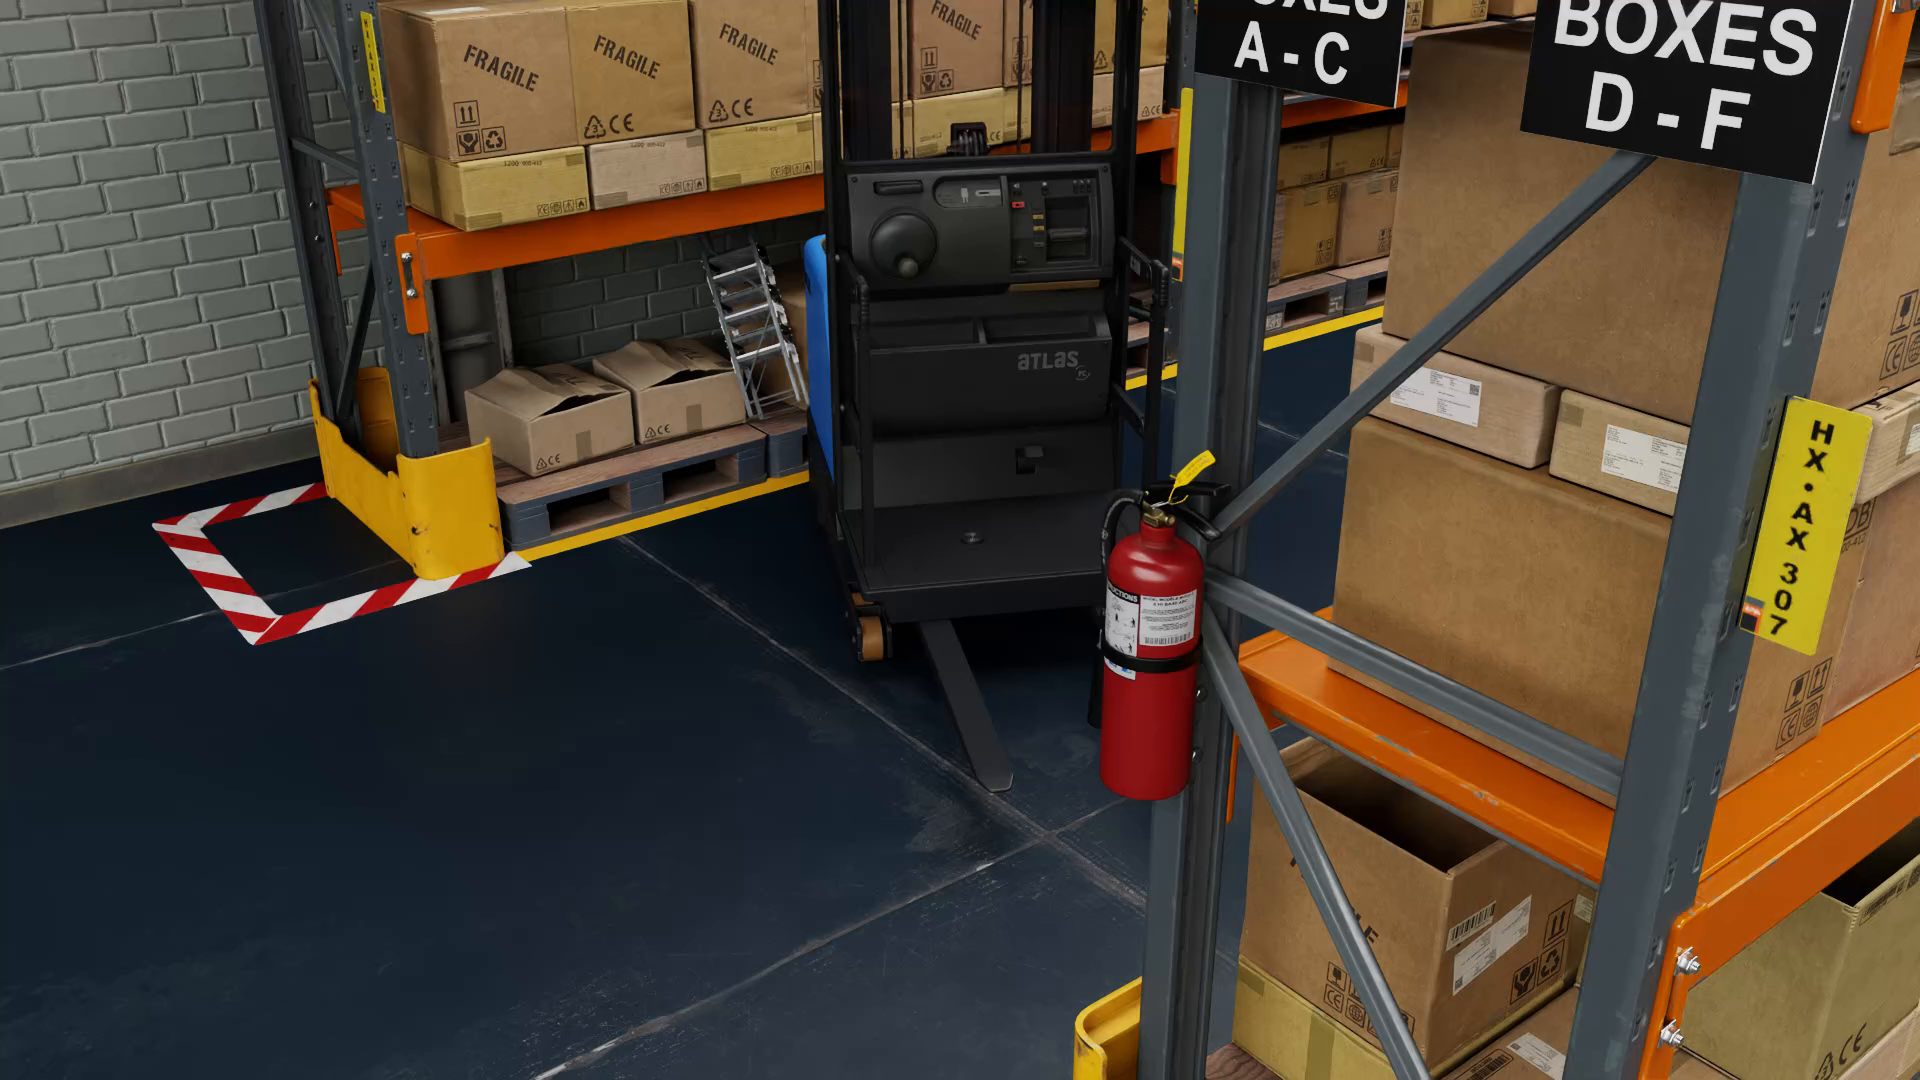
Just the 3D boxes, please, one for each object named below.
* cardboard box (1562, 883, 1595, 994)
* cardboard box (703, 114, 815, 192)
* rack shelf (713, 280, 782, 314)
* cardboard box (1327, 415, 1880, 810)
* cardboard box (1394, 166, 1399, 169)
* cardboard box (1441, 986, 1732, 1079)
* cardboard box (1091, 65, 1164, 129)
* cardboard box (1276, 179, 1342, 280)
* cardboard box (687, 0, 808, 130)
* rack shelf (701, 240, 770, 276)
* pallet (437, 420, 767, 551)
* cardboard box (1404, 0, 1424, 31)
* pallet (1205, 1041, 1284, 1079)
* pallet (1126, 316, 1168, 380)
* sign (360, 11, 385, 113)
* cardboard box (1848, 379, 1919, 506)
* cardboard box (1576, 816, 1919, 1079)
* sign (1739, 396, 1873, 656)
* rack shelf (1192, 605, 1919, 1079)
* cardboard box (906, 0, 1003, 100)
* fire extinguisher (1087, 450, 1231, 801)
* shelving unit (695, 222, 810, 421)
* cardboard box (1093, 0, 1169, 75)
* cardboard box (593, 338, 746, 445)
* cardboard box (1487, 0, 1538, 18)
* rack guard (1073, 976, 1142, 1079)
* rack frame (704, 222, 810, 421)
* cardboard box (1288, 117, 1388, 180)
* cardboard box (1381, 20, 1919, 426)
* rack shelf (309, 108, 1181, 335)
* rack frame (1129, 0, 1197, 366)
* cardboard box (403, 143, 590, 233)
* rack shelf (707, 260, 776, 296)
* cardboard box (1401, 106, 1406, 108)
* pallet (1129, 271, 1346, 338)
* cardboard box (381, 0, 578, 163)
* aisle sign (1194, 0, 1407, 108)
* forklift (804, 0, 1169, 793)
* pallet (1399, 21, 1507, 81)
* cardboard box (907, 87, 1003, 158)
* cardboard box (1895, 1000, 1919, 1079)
[{"bbox_3d":[1.351,0.914,3.986,0.500,0.250,0.500,-18,31,-34],"label":"cardboard box"},{"bbox_3d":[-0.950,-1.645,6.885,0.500,0.250,0.500,-19,31,-35],"label":"cardboard box"},{"bbox_3d":[-0.924,-1.045,7.242,0.258,0.077,0.200,-17,-1,6],"label":"rack shelf"},{"bbox_3d":[1.100,0.066,2.927,0.500,0.500,0.700,-18,31,-34],"label":"cardboard box"},{"bbox_3d":[2.576,-2.118,10.197,0.500,0.500,0.700,-18,31,-34],"label":"cardboard box"},{"bbox_3d":[1.284,1.219,3.327,0.500,0.250,0.500,-18,31,-34],"label":"cardboard box"},{"bbox_3d":[0.627,-2.169,8.014,0.500,0.250,0.500,-18,30,-34],"label":"cardboard box"},{"bbox_3d":[1.758,-1.864,9.651,0.500,0.500,0.700,-19,31,-35],"label":"cardboard box"},{"bbox_3d":[-0.968,-1.975,6.706,0.500,0.500,0.500,-19,31,-36],"label":"cardboard box"},{"bbox_3d":[-0.975,-1.217,7.245,0.258,0.077,0.200,-17,-1,6],"label":"rack shelf"},{"bbox_3d":[-1.614,-0.366,7.288,1.213,0.211,1.003,-18,31,-34],"label":"pallet"},{"bbox_3d":[2.178,-3.141,9.314,0.500,0.500,0.700,-14,28,-27],"label":"cardboard box"},{"bbox_3d":[1.301,1.280,3.741,1.213,0.211,1.003,-18,31,-34],"label":"pallet"},{"bbox_3d":[0.306,-1.000,8.654,1.213,0.211,1.003,-18,31,-34],"label":"pallet"},{"bbox_3d":[-2.000,-1.625,5.660,0.005,0.325,0.100,-18,31,-34],"label":"sign"},{"bbox_3d":[1.373,-0.212,2.754,0.250,0.149,0.380,-19,31,-35],"label":"cardboard box"},{"bbox_3d":[1.677,0.748,3.451,0.500,0.500,0.500,-18,31,-34],"label":"cardboard box"},{"bbox_3d":[1.063,-0.015,2.097,0.005,0.325,0.100,-18,31,-34],"label":"sign"},{"bbox_3d":[2.299,0.035,3.966,4.000,0.370,1.077,-18,31,-34],"label":"rack shelf"},{"bbox_3d":[-0.160,-2.248,7.295,0.500,0.500,0.500,-19,31,-35],"label":"cardboard box"},{"bbox_3d":[0.345,0.140,2.977,0.183,0.674,0.296,-18,31,-34],"label":"fire extinguisher"},{"bbox_3d":[-0.908,-0.990,7.241,0.258,0.900,0.210,-17,-1,6],"label":"shelving unit"},{"bbox_3d":[0.632,-2.507,7.852,0.500,0.500,0.500,-18,31,-34],"label":"cardboard box"},{"bbox_3d":[-1.286,-0.690,7.345,0.500,0.311,0.500,-15,29,-30],"label":"cardboard box"},{"bbox_3d":[3.174,-3.456,9.991,0.500,0.500,0.700,-22,33,-39],"label":"cardboard box"},{"bbox_3d":[0.706,1.368,3.208,0.348,0.500,1.175,-18,31,-34],"label":"rack guard"},{"bbox_3d":[-0.897,-0.992,7.342,0.240,0.900,0.006,-17,-1,6],"label":"rack frame"},{"bbox_3d":[2.134,-2.306,9.711,0.500,0.250,0.500,-19,31,-35],"label":"cardboard box"},{"bbox_3d":[1.142,-0.537,2.683,0.500,0.500,0.700,-18,30,-34],"label":"cardboard box"},{"bbox_3d":[-0.761,-1.605,7.500,4.000,0.370,1.077,-18,31,-34],"label":"rack shelf"},{"bbox_3d":[0.813,-2.451,8.468,0.127,3.000,1.000,-18,31,-34],"label":"rack frame"},{"bbox_3d":[-1.755,-1.375,6.303,0.500,0.250,0.500,-19,31,-35],"label":"cardboard box"},{"bbox_3d":[-0.950,-1.131,7.244,0.258,0.077,0.200,-17,-1,6],"label":"rack shelf"},{"bbox_3d":[2.939,-2.564,10.268,0.500,0.250,0.500,-18,30,-33],"label":"cardboard box"},{"bbox_3d":[1.425,-1.389,9.492,1.213,0.211,1.003,-18,31,-34],"label":"pallet"},{"bbox_3d":[-1.774,-1.718,6.152,0.500,0.500,0.500,-18,31,-34],"label":"cardboard box"},{"bbox_3d":[0.492,-1.031,2.321,0.004,0.787,0.394,-18,31,-34],"label":"aisle sign"},{"bbox_3d":[0.121,-1.069,5.573,1.130,2.935,3.031,-5,25,-10],"label":"forklift"},{"bbox_3d":[2.428,-2.875,9.610,1.213,0.211,1.003,-18,31,-34],"label":"pallet"},{"bbox_3d":[-0.156,-1.906,7.449,0.500,0.250,0.500,-18,31,-34],"label":"cardboard box"},{"bbox_3d":[2.069,0.958,3.889,0.500,0.250,0.500,-18,31,-34],"label":"cardboard box"}]
